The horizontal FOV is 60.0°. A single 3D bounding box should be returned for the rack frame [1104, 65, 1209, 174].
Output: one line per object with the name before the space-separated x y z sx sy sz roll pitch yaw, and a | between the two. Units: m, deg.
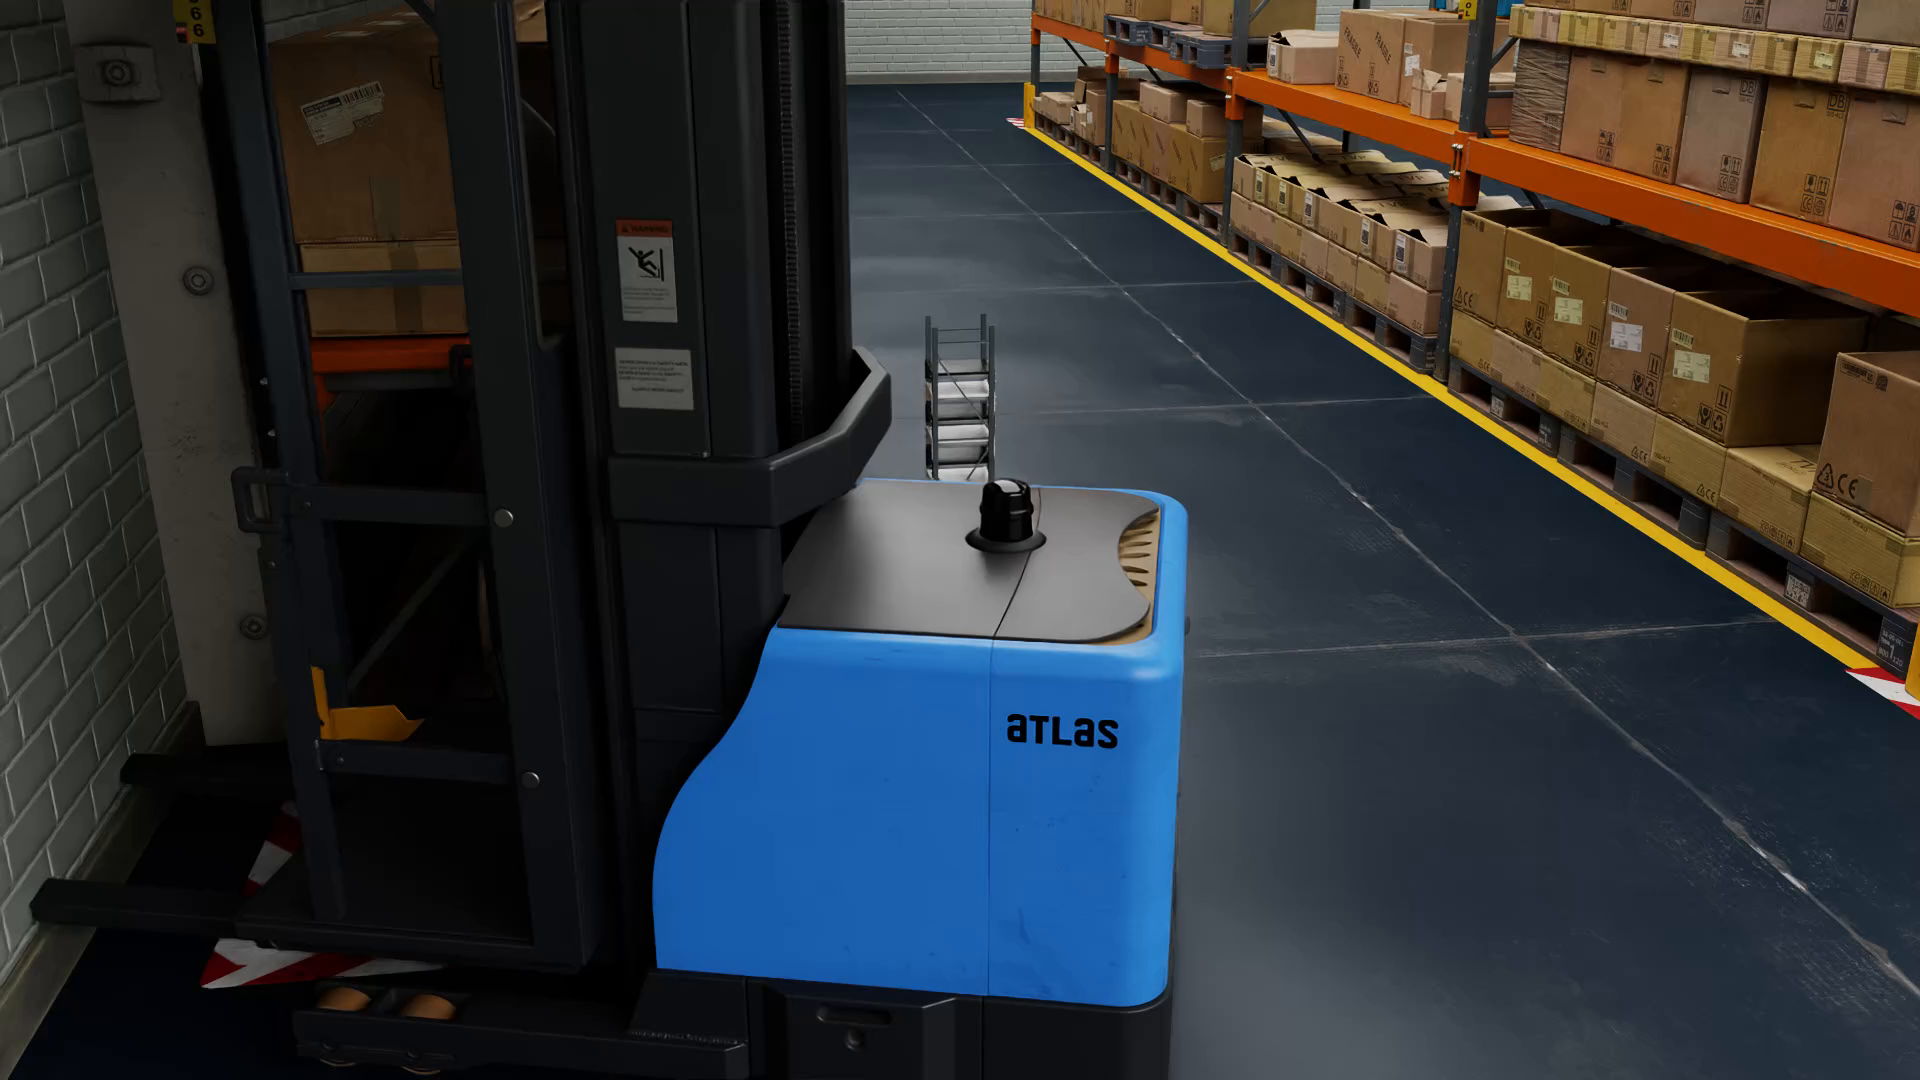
rack frame | 1.930 -5.062 15.983 1.000 3.000 0.127 -3 21 -8

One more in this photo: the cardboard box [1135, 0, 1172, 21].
cardboard box | 1.939 -4.896 14.793 0.700 0.500 0.500 0 20 1

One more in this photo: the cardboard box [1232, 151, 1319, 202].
cardboard box | 2.292 -2.652 12.059 0.500 0.311 0.500 -2 21 -6

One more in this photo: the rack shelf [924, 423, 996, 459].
rack shelf | -0.001 -0.393 6.578 0.258 0.077 0.200 -3 21 -8

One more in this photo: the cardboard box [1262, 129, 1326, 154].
cardboard box | 2.643 -3.065 13.580 0.500 0.500 0.500 -4 21 -10

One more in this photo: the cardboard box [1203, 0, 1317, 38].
cardboard box | 2.305 -4.133 12.752 0.700 0.500 0.500 -10 23 -26

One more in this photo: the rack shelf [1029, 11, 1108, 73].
rack shelf | 1.642 -5.418 17.962 1.077 0.370 4.000 -3 21 -8

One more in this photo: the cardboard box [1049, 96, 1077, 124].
cardboard box | 1.296 -4.816 18.625 0.500 0.250 0.500 -3 21 -8

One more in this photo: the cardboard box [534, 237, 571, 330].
cardboard box | -0.997 -0.780 4.704 0.500 0.250 0.500 -4 21 -9

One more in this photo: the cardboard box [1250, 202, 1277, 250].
cardboard box | 2.365 -2.216 11.691 0.500 0.250 0.500 -3 21 -9

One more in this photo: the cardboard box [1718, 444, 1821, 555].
cardboard box | 3.207 -0.159 6.185 0.500 0.250 0.500 -3 21 -8

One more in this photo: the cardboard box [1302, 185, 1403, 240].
cardboard box | 2.522 -2.116 10.623 0.500 0.311 0.500 -3 21 -8

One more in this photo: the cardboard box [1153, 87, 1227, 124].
cardboard box | 1.976 -3.749 14.338 0.500 0.250 0.500 -3 21 -9

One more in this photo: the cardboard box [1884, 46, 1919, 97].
cardboard box | 3.341 -1.560 5.535 0.380 0.149 0.250 -3 21 -9

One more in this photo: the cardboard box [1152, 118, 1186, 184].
cardboard box | 1.984 -3.385 14.436 0.500 0.500 0.500 -4 21 -10

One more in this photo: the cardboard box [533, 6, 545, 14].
cardboard box | -1.228 -1.656 5.977 0.500 0.500 0.500 -2 21 -6

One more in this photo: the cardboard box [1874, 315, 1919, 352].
cardboard box | 3.729 -0.537 6.125 0.500 0.500 0.500 -3 21 -8

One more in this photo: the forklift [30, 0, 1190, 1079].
forklift | -1.007 -0.392 3.577 3.031 2.935 1.130 3 21 7

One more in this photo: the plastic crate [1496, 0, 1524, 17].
plastic crate | 6.199 -5.983 18.603 0.416 0.233 0.300 -3 21 -8

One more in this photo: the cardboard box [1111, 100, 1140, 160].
cardboard box | 1.759 -3.917 15.862 0.500 0.500 0.500 -4 21 -10

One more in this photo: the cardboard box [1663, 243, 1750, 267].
cardboard box | 3.503 -1.056 7.514 0.500 0.500 0.500 -3 21 -8

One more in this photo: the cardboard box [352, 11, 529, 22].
cardboard box | -1.661 -1.453 5.433 0.500 0.500 0.500 -3 21 -9

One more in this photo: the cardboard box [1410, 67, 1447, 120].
cardboard box | 2.775 -2.525 9.380 0.396 0.266 0.258 -3 21 -9

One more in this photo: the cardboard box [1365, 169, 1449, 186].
cardboard box | 2.978 -2.325 11.183 0.500 0.311 0.500 -3 21 -8

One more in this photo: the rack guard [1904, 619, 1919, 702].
rack guard | 3.664 0.272 5.274 1.175 0.500 0.348 -3 21 -8

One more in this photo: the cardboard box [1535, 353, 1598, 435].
cardboard box | 2.984 -0.678 7.575 0.500 0.250 0.500 -3 21 -8

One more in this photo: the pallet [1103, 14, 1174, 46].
pallet | 1.938 -4.690 15.261 1.003 0.211 1.213 -3 21 -8

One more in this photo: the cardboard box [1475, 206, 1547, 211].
cardboard box | 3.204 -1.793 9.758 0.500 0.311 0.500 -3 21 -8

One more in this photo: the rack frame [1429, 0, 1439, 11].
rack frame | 6.256 -6.696 20.356 1.000 3.000 0.127 -3 21 -8

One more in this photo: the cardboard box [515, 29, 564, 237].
cardboard box | -1.013 -1.127 4.561 0.500 0.500 0.500 -3 21 -8

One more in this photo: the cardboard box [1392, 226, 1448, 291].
cardboard box | 2.742 -1.589 9.213 0.500 0.311 0.500 -3 21 -8

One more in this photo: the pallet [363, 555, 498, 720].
pallet | -1.334 0.341 5.502 1.003 0.211 1.213 -3 21 -8

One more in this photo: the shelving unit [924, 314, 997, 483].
shelving unit | -0.001 -0.424 6.566 0.258 0.900 0.210 -3 21 -8

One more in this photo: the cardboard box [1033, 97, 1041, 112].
cardboard box | 1.074 -5.155 19.678 0.380 0.149 0.250 -3 21 -8

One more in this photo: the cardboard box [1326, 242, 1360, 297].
cardboard box | 2.592 -1.682 10.263 0.500 0.250 0.500 -2 21 -7

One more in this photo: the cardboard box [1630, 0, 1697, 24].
cardboard box | 3.299 -2.445 6.979 0.700 0.500 0.500 -3 21 -8

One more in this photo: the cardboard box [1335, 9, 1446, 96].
cardboard box | 2.765 -3.144 10.704 0.500 0.500 0.500 -4 21 -11

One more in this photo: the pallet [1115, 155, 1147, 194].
pallet | 2.085 -3.476 15.722 1.003 0.211 1.213 -3 21 -8

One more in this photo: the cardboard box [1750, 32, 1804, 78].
cardboard box | 3.229 -1.829 6.256 0.380 0.149 0.250 -2 21 -6

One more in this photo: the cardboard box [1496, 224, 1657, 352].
cardboard box | 2.920 -1.203 7.908 0.500 0.500 0.500 -3 21 -8

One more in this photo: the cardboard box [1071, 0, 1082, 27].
cardboard box | 1.452 -5.625 17.347 0.500 0.500 0.500 -2 21 -7

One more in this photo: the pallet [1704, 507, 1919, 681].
pallet | 3.509 0.136 6.050 1.003 0.211 1.213 -3 21 -8

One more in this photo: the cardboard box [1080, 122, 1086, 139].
cardboard box | 1.454 -4.243 17.234 0.380 0.149 0.250 -3 21 -8

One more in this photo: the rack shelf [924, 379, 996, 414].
rack shelf | -0.001 -0.562 6.515 0.258 0.077 0.200 -3 21 -8

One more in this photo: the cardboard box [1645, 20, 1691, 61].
cardboard box | 3.120 -2.094 6.966 0.380 0.149 0.250 -4 21 -9

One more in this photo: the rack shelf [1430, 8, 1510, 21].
rack shelf | 6.544 -5.666 18.628 1.077 0.370 4.000 -3 21 -8

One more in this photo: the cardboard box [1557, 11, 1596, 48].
cardboard box | 3.006 -2.364 7.689 0.380 0.149 0.250 -3 21 -9

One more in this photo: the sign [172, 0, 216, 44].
sign | -1.793 -1.326 3.872 0.100 0.325 0.005 -3 21 -8

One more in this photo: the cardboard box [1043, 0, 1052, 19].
cardboard box | 1.236 -6.149 18.749 0.500 0.500 0.500 -3 21 -8

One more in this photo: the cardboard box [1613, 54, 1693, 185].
cardboard box | 3.305 -1.830 7.185 0.700 0.500 0.500 -3 21 -7

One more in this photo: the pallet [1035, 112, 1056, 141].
pallet | 1.481 -4.838 19.369 1.003 0.211 1.213 -3 21 -8

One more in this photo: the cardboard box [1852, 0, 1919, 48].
cardboard box | 3.517 -1.924 5.584 0.700 0.500 0.500 -3 21 -9

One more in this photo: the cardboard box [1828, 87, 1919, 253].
cardboard box | 3.525 -1.298 5.762 0.700 0.500 0.500 -2 21 -6

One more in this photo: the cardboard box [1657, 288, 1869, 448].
cardboard box | 3.130 -0.683 6.517 0.500 0.500 0.500 -3 21 -8

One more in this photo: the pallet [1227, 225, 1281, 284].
pallet | 2.587 -2.084 11.994 1.003 0.211 1.213 -3 21 -8

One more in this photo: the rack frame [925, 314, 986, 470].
rack frame | -0.016 -0.460 6.660 0.240 0.900 0.006 -3 21 -8
